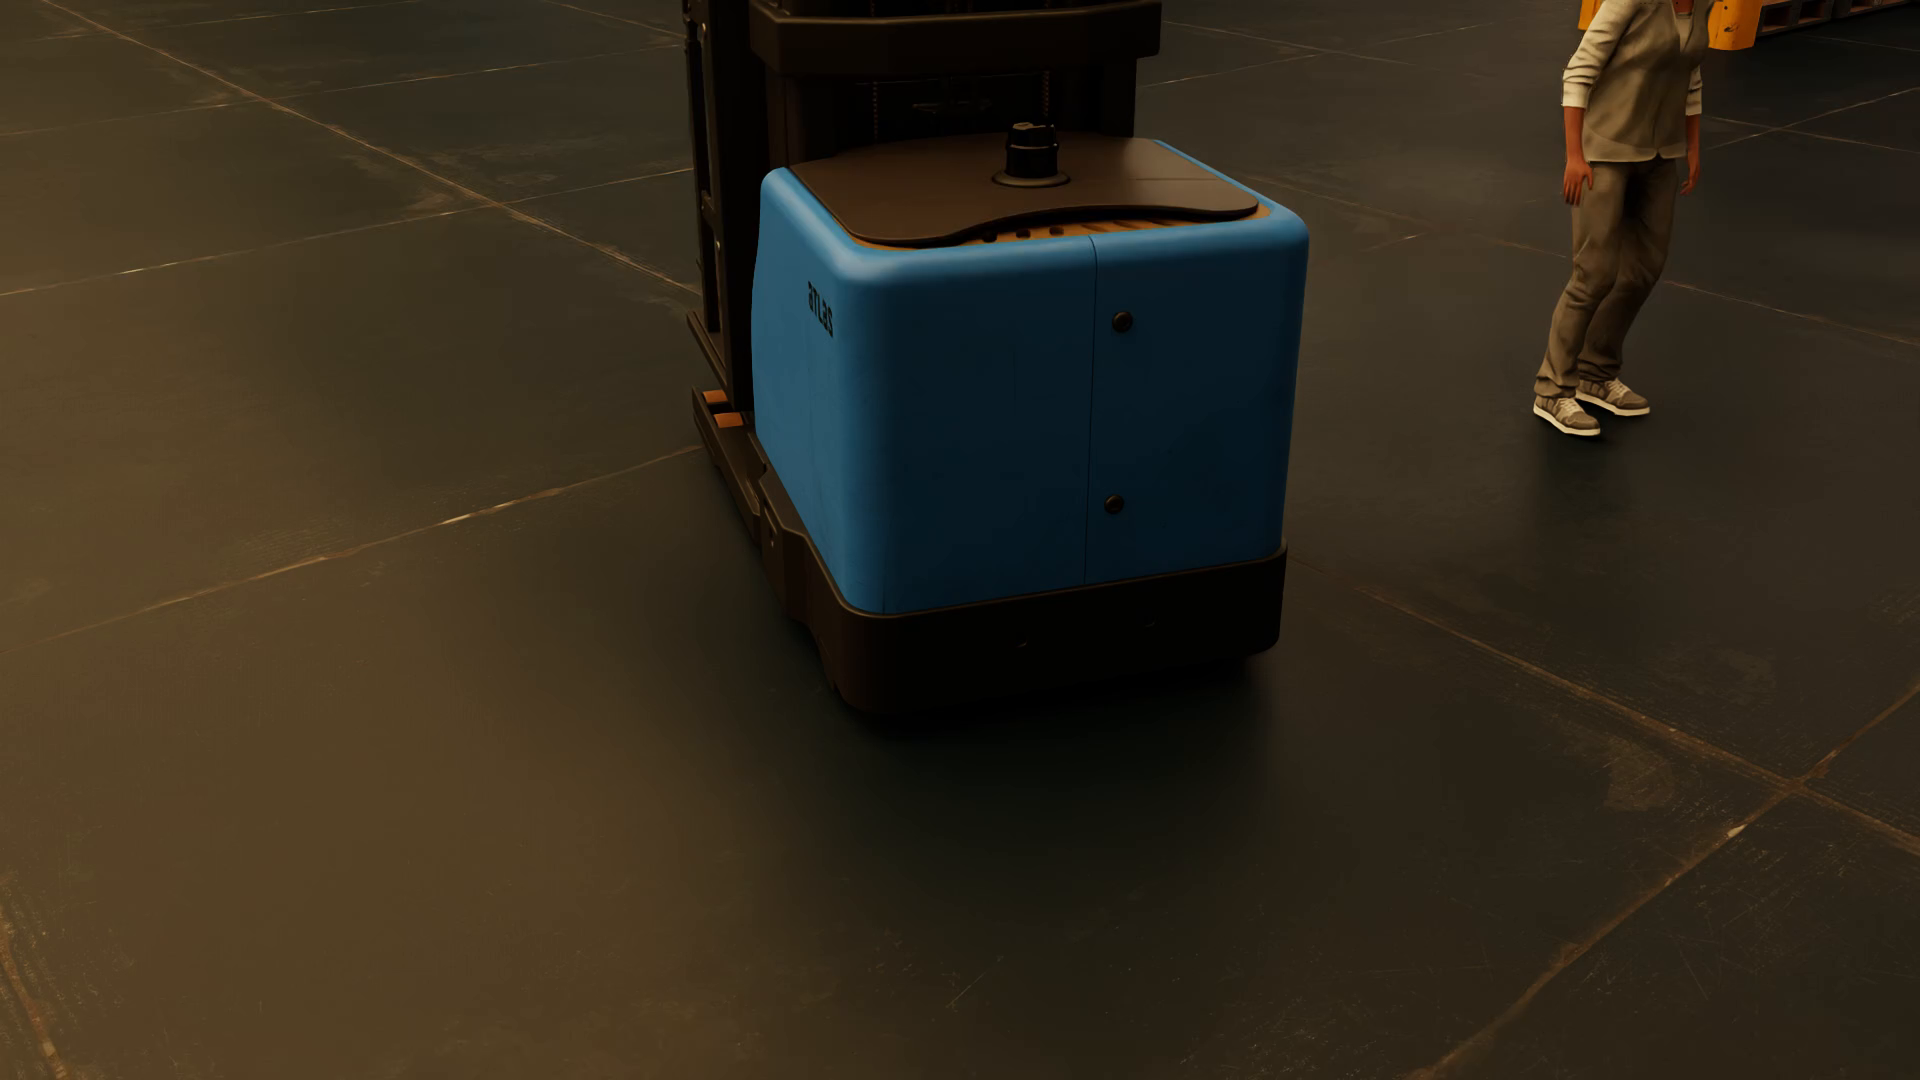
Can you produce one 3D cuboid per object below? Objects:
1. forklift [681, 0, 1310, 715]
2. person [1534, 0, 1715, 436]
[{"bbox_3d":[-0.185,-1.571,4.371,1.130,2.935,3.031,-8,27,-16],"label":"forklift"},{"bbox_3d":[2.010,-1.118,4.966,0.523,1.592,0.371,-12,29,-23],"label":"person"}]
